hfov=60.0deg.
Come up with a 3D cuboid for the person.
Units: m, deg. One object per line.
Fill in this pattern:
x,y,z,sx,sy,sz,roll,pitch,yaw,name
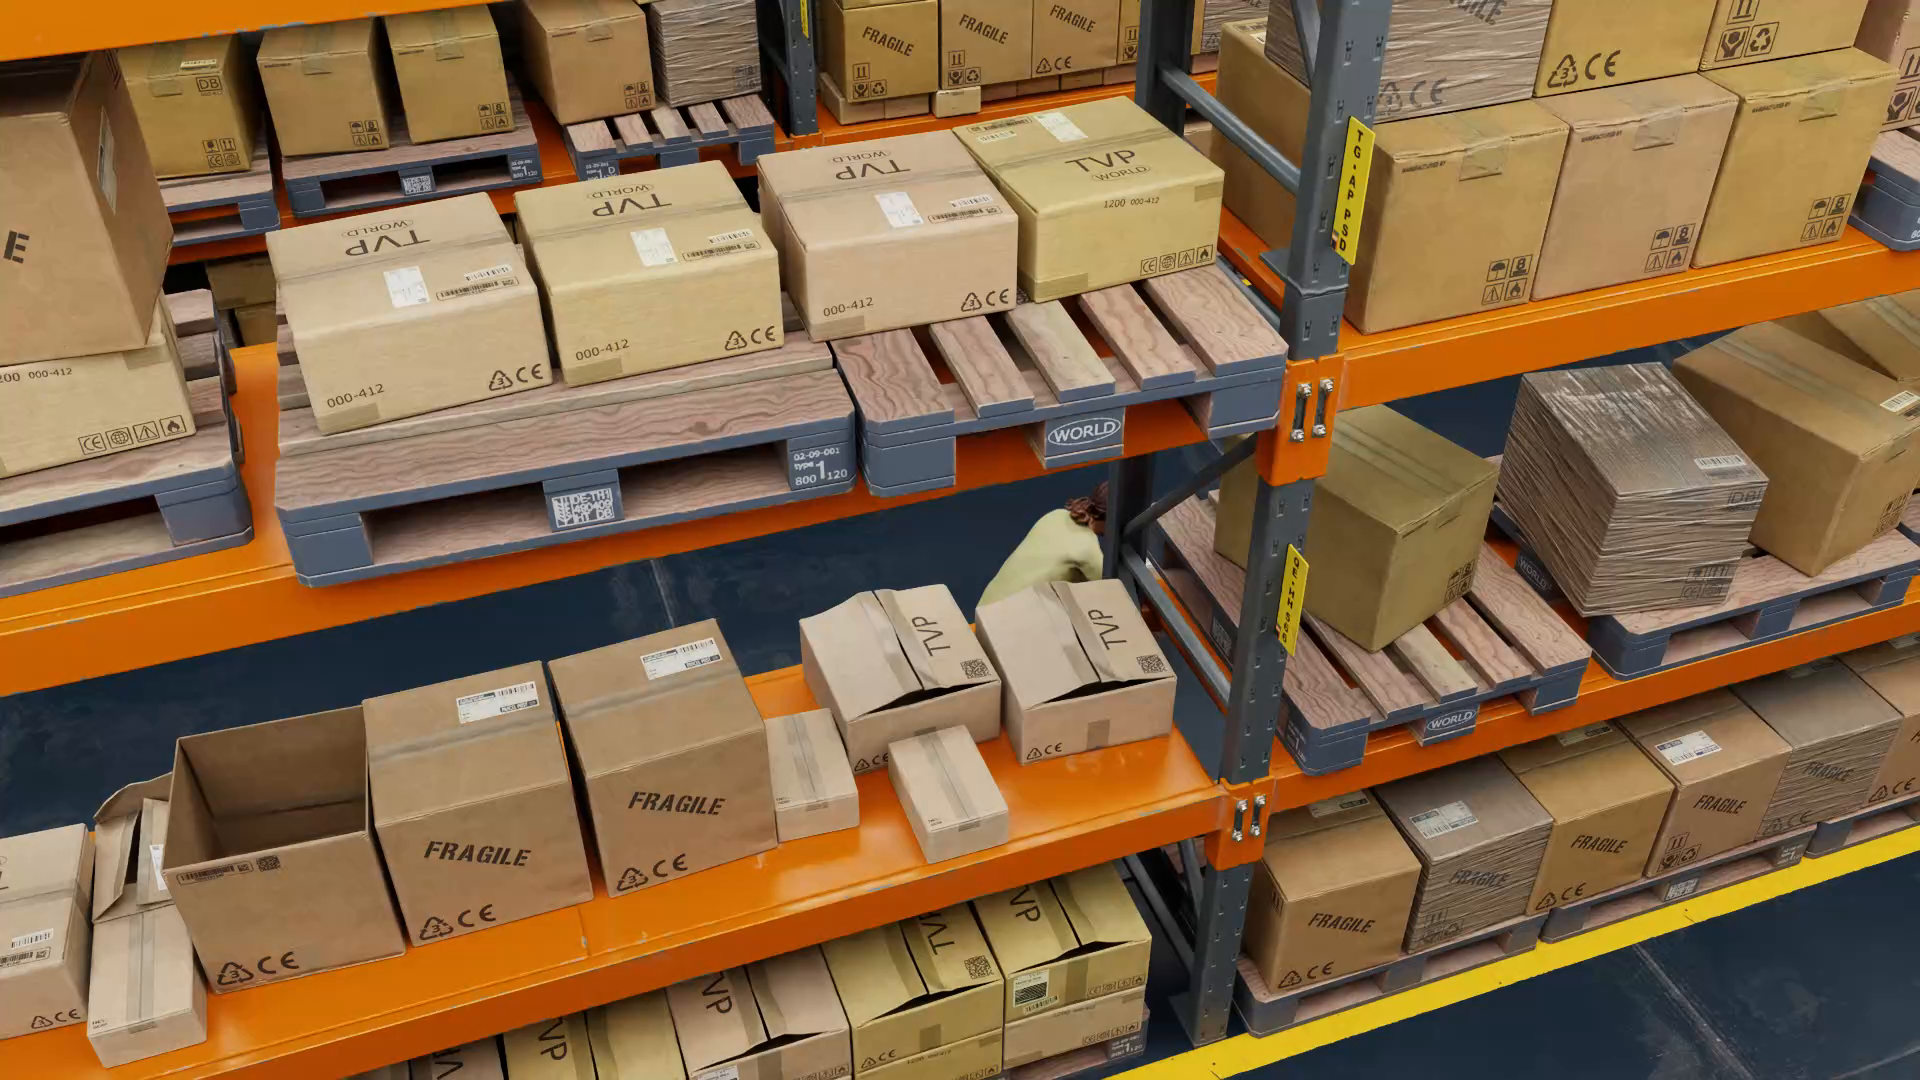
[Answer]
0.470,0.201,7.138,0.802,0.933,0.471,-12,39,-15,person
